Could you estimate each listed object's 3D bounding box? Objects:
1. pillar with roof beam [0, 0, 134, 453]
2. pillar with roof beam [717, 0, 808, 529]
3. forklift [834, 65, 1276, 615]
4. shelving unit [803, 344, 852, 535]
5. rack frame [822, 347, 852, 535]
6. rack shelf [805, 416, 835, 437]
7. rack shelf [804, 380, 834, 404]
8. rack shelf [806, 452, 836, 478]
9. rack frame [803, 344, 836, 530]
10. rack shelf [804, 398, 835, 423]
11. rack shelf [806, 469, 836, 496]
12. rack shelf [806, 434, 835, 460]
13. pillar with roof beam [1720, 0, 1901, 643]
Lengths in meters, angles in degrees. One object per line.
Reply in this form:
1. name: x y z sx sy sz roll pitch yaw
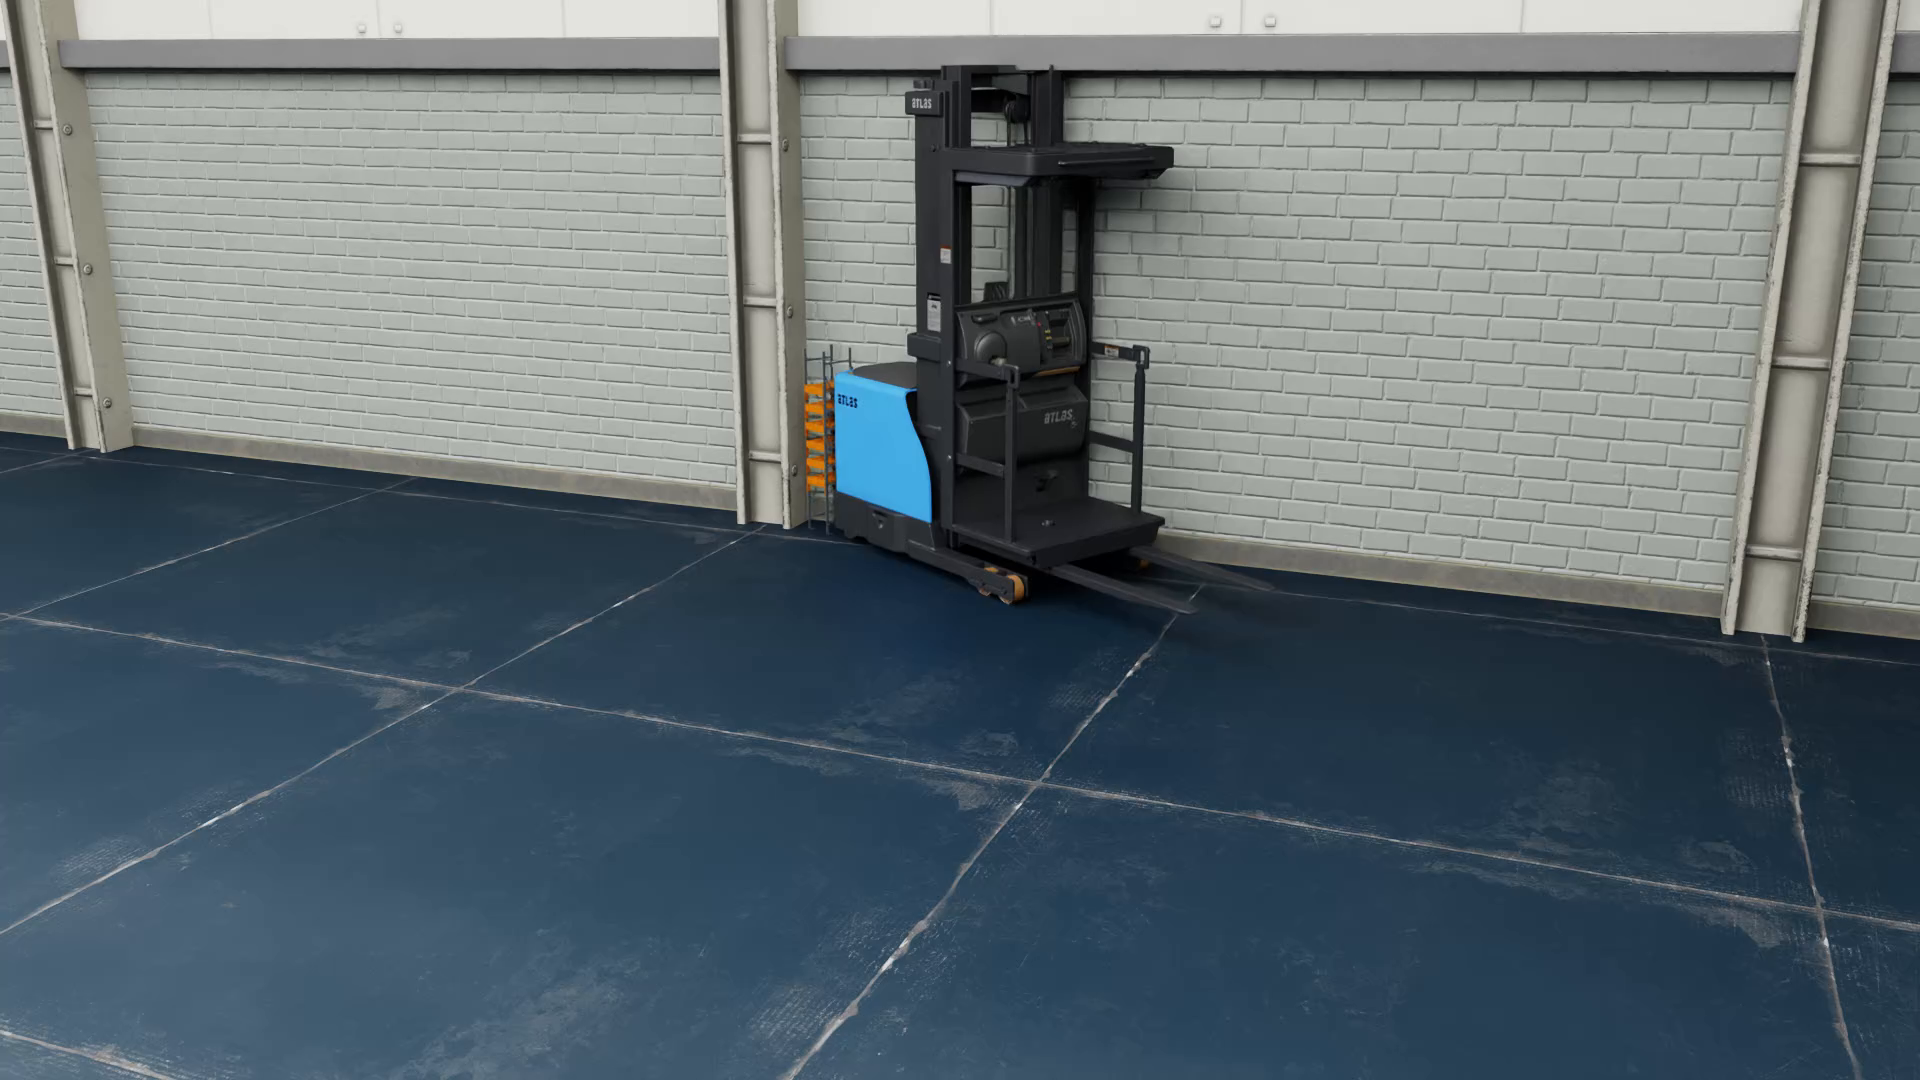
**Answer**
1. pillar with roof beam: -8.402 -3.949 8.136 0.400 9.000 9.100 6 17 21
2. pillar with roof beam: -2.821 -3.335 6.022 0.400 9.000 9.100 6 17 21
3. forklift: 0.502 -1.202 9.556 1.130 2.935 3.031 -13 20 -37
4. shelving unit: -0.843 -0.648 10.750 0.258 1.200 0.189 -15 22 -43
5. rack frame: -0.779 -0.630 10.687 0.240 1.200 0.006 -15 22 -43
6. rack shelf: -0.843 -0.720 10.729 0.258 0.103 0.180 -15 22 -43
7. rack shelf: -0.843 -0.951 10.663 0.258 0.103 0.180 -15 22 -43
8. rack shelf: -0.843 -0.490 10.795 0.258 0.103 0.180 -15 22 -43
9. rack frame: -0.908 -0.665 10.812 0.240 1.200 0.006 -15 22 -43
10. rack shelf: -0.843 -0.836 10.696 0.258 0.103 0.180 -15 22 -43
11. rack shelf: -0.843 -0.374 10.828 0.258 0.103 0.180 -15 22 -43
12. rack shelf: -0.843 -0.605 10.762 0.258 0.103 0.180 -15 22 -43
13. pillar with roof beam: 2.761 -2.721 3.907 0.400 9.000 9.100 6 17 21
